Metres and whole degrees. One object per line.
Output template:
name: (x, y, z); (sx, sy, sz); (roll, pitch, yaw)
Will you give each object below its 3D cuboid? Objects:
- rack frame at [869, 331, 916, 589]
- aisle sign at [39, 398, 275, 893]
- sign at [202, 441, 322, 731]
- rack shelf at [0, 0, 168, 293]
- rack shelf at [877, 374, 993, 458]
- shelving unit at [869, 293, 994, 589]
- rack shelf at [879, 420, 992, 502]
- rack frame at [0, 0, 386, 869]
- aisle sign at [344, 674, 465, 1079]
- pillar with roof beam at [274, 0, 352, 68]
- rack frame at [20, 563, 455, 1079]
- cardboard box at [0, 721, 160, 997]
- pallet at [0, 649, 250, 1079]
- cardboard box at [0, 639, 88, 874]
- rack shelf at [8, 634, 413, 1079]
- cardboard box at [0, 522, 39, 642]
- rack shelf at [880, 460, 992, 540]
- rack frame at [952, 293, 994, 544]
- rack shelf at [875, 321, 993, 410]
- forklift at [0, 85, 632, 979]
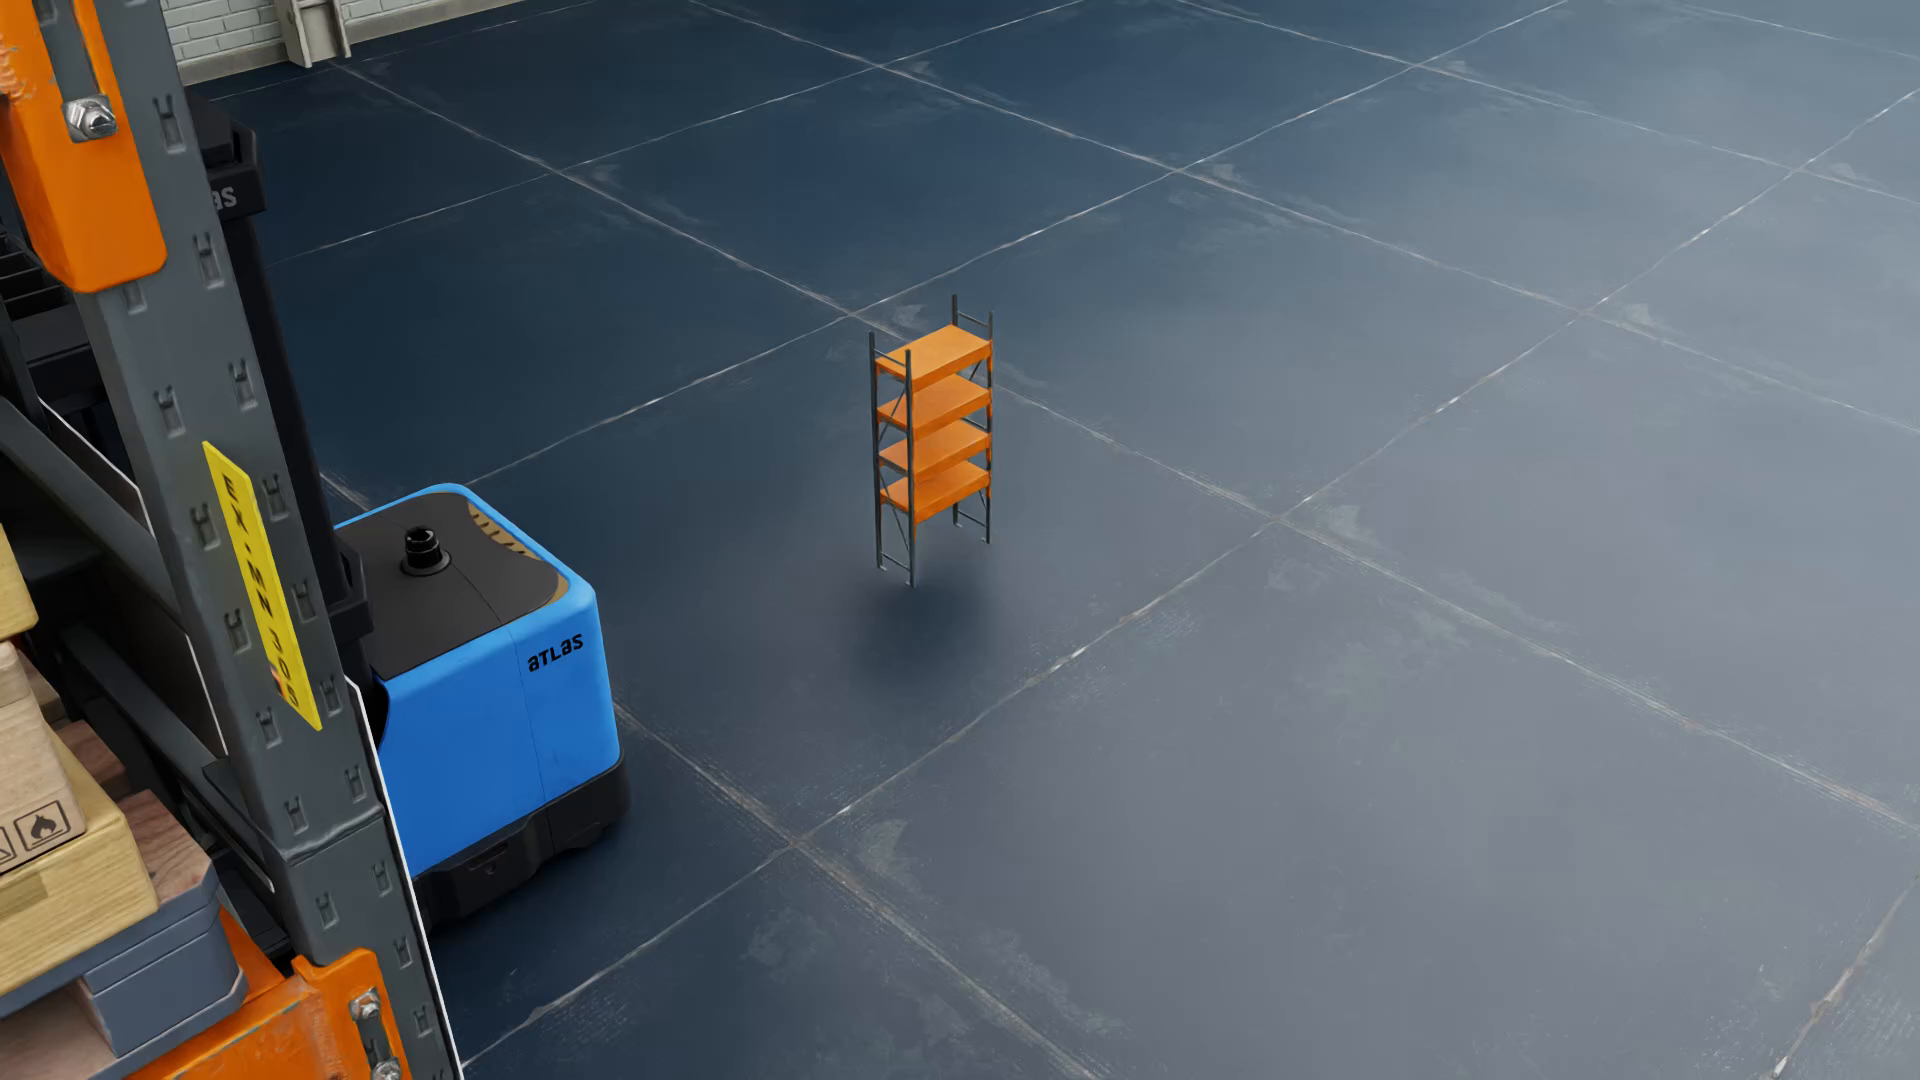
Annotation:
rack frame: (-0.289, -0.326, 7.168); (0.240, 1.200, 0.015); (30, 45, 35)
aisle sign: (-1.261, 0.173, 2.607); (0.394, 0.787, 0.004); (30, 45, 35)
sign: (-0.723, 0.053, 1.725); (0.100, 0.325, 0.005); (30, 45, 35)
rack shelf: (-2.507, 0.200, 0.575); (1.077, 0.370, 4.000); (30, 45, 35)
rack shelf: (-0.117, -0.553, 7.221); (0.258, 0.148, 0.480); (30, 45, 35)
shelving unit: (-0.117, -0.425, 7.310); (0.258, 1.200, 0.503); (30, 45, 35)
rack shelf: (-0.117, -0.370, 7.349); (0.258, 0.148, 0.480); (30, 45, 35)
rack frame: (-1.098, -1.071, 1.419); (1.000, 3.000, 0.127); (30, 45, 35)
aisle sign: (-0.835, 0.415, 2.260); (0.394, 0.787, 0.004); (30, 45, 35)
pillar with roof beam: (-2.055, -5.805, 8.208); (9.100, 9.000, 0.400); (30, 45, 35)
rack frame: (-1.098, 1.389, 3.136); (1.000, 3.000, 0.127); (30, 45, 35)
cardboard box: (-1.092, 0.320, 1.811); (0.380, 0.149, 0.250); (29, 44, 35)
pallet: (-1.613, 0.501, 1.865); (1.003, 0.211, 1.213); (30, 45, 35)
cardboard box: (-1.245, 0.197, 1.640); (0.500, 0.250, 0.500); (-29, 44, -35)
rack shelf: (-2.507, 1.266, 1.319); (1.077, 0.370, 4.000); (30, 45, 35)
cardboard box: (-1.095, -0.005, 1.580); (0.250, 0.149, 0.380); (-29, 44, -35)
rack shelf: (-0.117, -0.207, 7.463); (0.258, 0.148, 0.480); (30, 45, 35)
rack frame: (0.055, -0.524, 7.452); (0.240, 1.200, 0.015); (30, 45, 35)
rack shelf: (-0.117, -0.747, 7.086); (0.258, 0.148, 0.480); (30, 45, 35)
forklift: (-2.647, 0.219, 4.873); (3.031, 2.935, 1.130); (-28, 44, -34)
